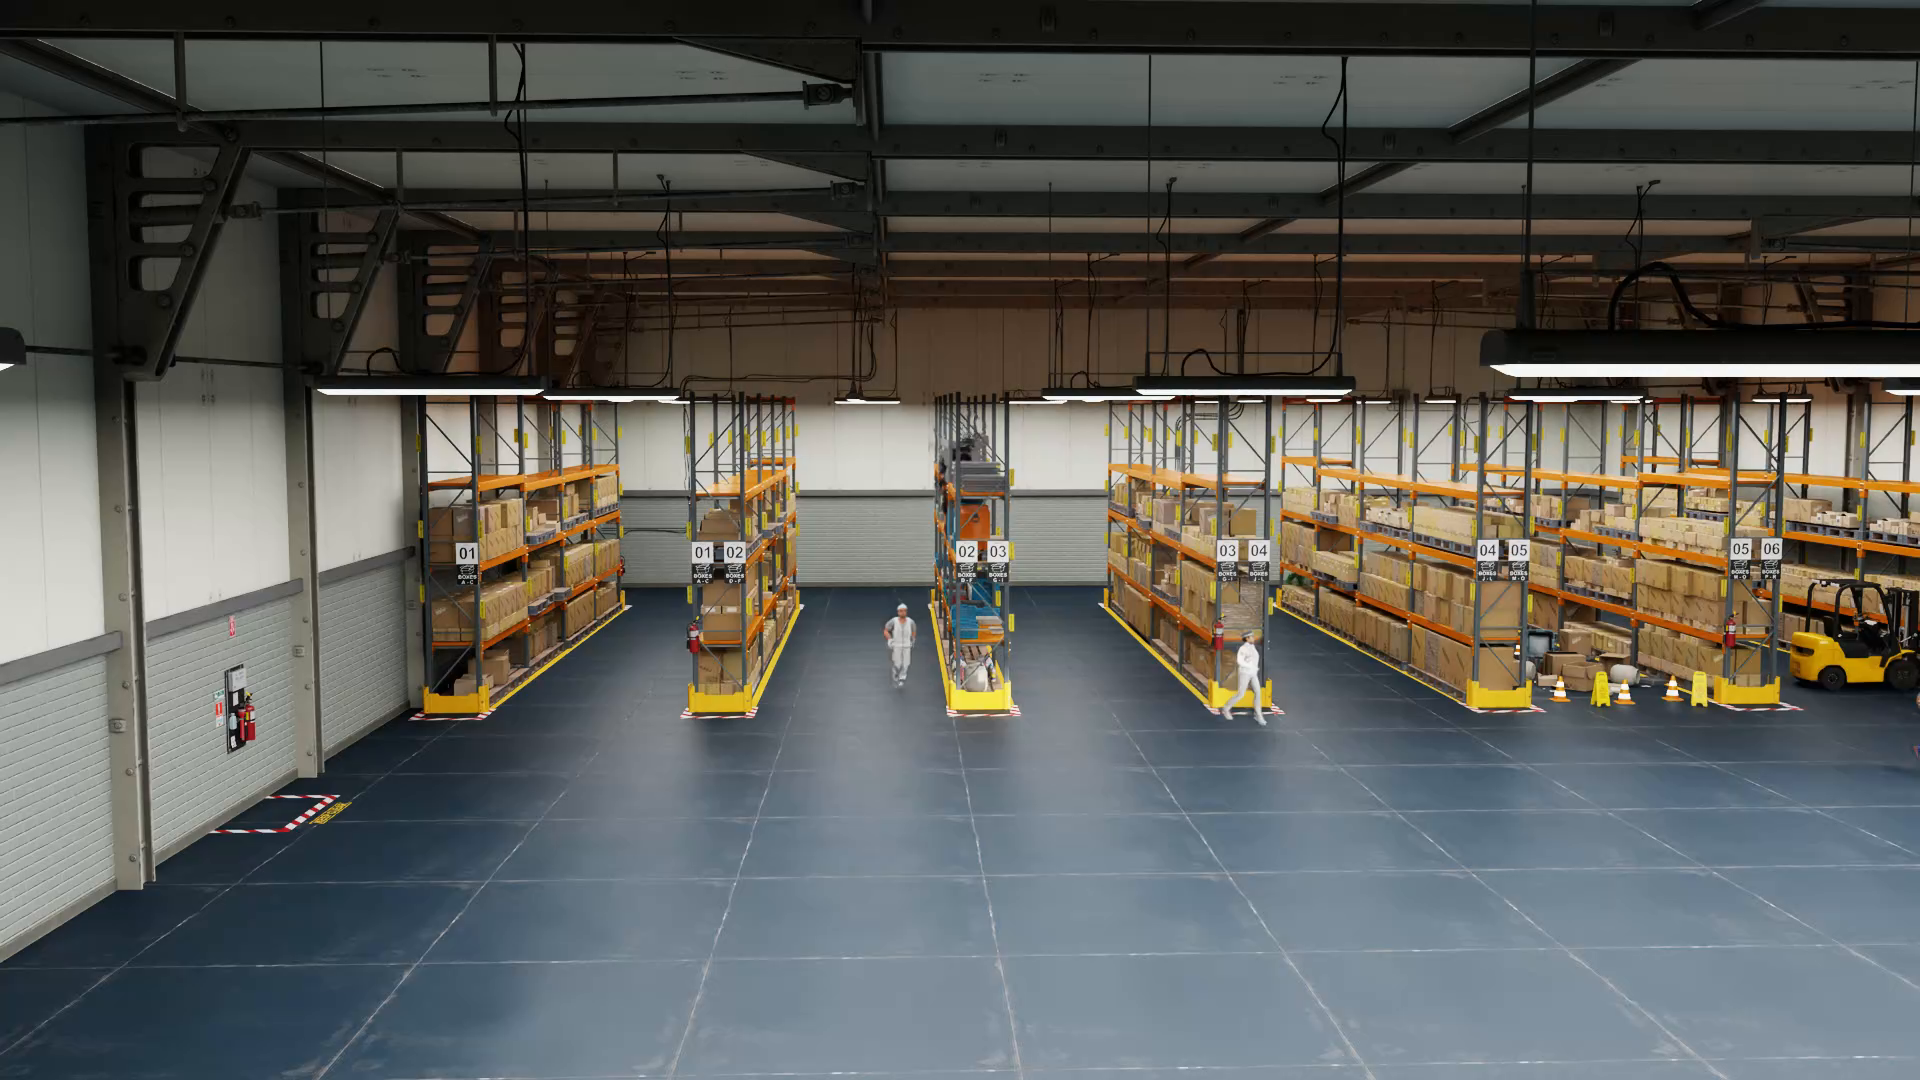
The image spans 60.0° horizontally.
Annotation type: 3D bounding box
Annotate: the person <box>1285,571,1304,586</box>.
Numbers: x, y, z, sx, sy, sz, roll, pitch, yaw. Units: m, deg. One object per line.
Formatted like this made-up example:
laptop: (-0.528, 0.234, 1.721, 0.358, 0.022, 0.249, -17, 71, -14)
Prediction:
person: (9.904, 0.953, 48.670, 0.810, 1.828, 0.654, -1, 5, -11)

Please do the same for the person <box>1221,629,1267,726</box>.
person: (5.223, 2.464, 30.170, 0.902, 1.706, 0.659, 4, 6, 40)

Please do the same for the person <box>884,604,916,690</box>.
person: (-1.165, 2.159, 33.375, 0.633, 1.740, 0.619, -1, 5, -14)
